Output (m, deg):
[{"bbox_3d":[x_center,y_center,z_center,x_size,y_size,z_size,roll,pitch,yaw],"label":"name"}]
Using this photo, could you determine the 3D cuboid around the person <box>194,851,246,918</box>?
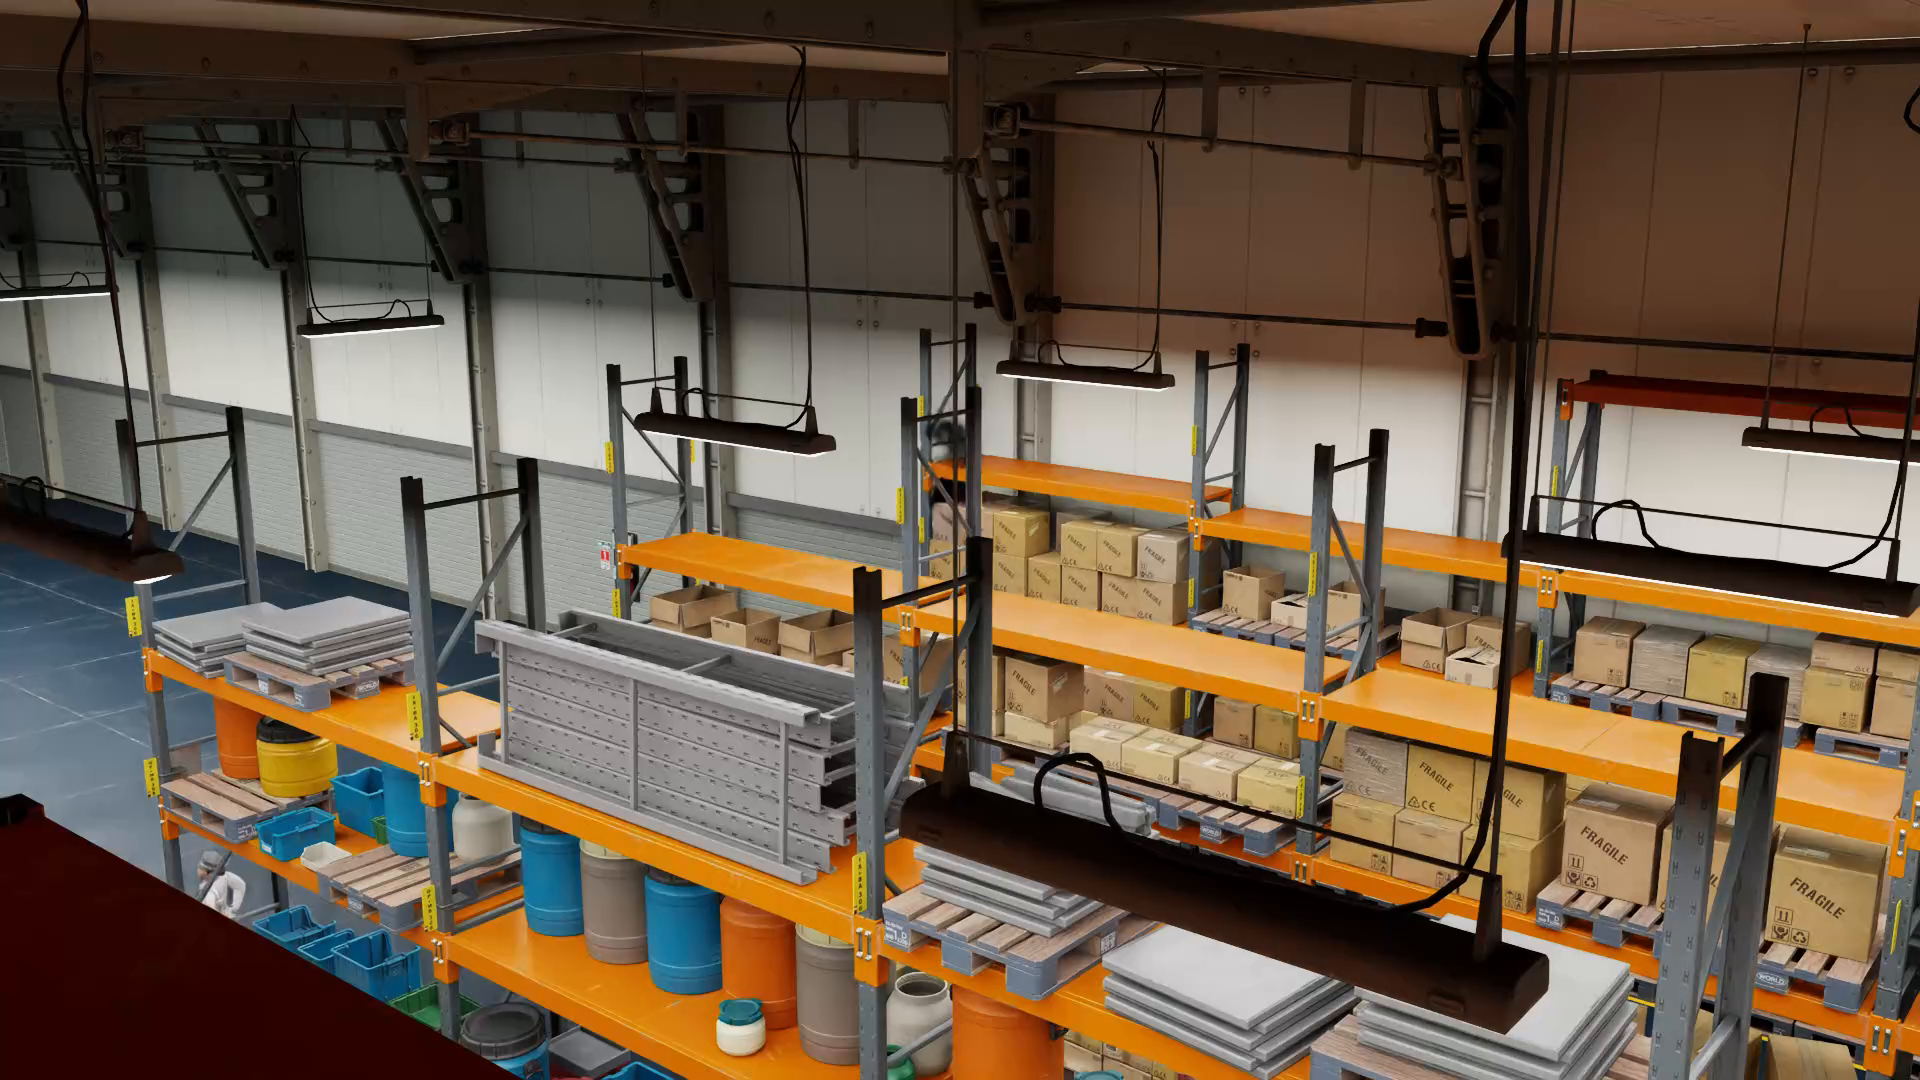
[{"bbox_3d":[-7.123,3.735,15.897,0.659,1.660,0.595,-4,13,-17],"label":"person"}]
